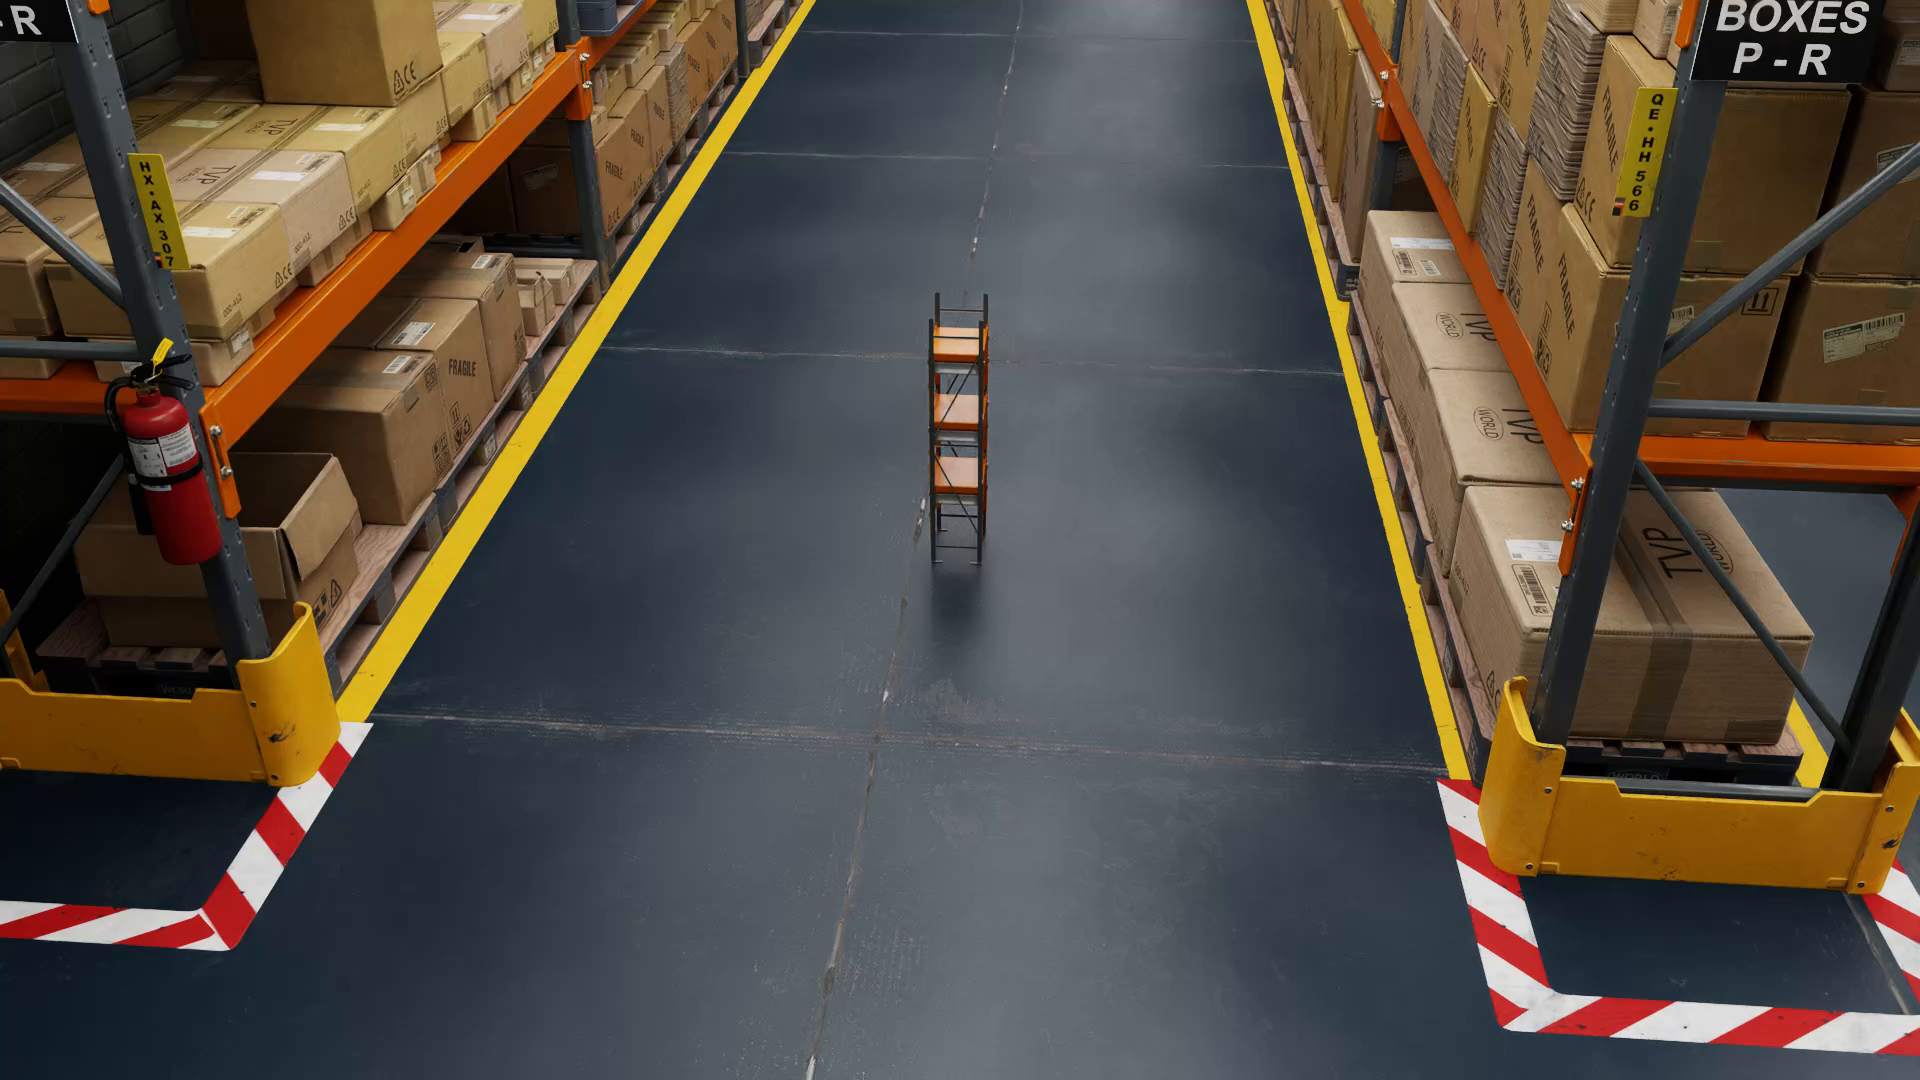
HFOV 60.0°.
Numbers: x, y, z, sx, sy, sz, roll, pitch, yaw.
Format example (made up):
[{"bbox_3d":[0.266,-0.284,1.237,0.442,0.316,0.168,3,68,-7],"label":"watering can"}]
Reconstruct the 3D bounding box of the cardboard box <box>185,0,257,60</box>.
[{"bbox_3d":[-2.773,-2.248,6.683,0.500,0.500,0.500,2,32,3],"label":"cardboard box"}]

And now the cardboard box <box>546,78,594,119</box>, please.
[{"bbox_3d":[-2.153,-2.329,8.751,0.380,0.149,0.250,2,32,3],"label":"cardboard box"}]

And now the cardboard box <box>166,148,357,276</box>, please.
[{"bbox_3d":[-2.366,-1.094,5.525,0.500,0.250,0.500,3,32,5],"label":"cardboard box"}]

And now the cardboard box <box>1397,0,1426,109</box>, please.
[{"bbox_3d":[2.261,-2.232,7.417,0.500,0.500,0.500,3,32,6],"label":"cardboard box"}]

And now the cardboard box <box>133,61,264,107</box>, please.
[{"bbox_3d":[-2.809,-1.658,6.441,0.500,0.250,0.500,2,32,4],"label":"cardboard box"}]

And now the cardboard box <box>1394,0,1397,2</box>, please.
[{"bbox_3d":[2.354,-2.813,8.122,0.500,0.250,0.500,2,32,4],"label":"cardboard box"}]

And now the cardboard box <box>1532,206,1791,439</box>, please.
[{"bbox_3d":[2.010,-0.638,4.830,0.500,0.500,0.500,3,32,4],"label":"cardboard box"}]

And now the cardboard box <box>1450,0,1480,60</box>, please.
[{"bbox_3d":[2.180,-2.121,6.285,0.500,0.500,0.500,3,32,5],"label":"cardboard box"}]

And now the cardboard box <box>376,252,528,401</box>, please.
[{"bbox_3d":[-2.375,-0.960,7.431,0.700,0.500,0.500,1,32,2],"label":"cardboard box"}]

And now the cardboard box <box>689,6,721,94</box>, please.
[{"bbox_3d":[-1.933,-3.348,11.306,0.500,0.500,0.500,2,32,3],"label":"cardboard box"}]

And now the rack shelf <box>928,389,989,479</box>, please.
[{"bbox_3d":[-0.004,-0.410,6.435,0.215,0.259,0.240,2,32,4],"label":"rack shelf"}]

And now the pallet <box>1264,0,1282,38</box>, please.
[{"bbox_3d":[3.053,-4.372,13.644,1.003,0.211,1.213,2,32,4],"label":"pallet"}]

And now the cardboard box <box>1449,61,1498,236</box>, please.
[{"bbox_3d":[2.127,-1.439,6.131,0.500,0.500,0.500,3,32,5],"label":"cardboard box"}]

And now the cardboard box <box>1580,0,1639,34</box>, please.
[{"bbox_3d":[1.998,-1.544,4.730,0.380,0.149,0.250,2,32,4],"label":"cardboard box"}]

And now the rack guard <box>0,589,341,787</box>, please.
[{"bbox_3d":[-2.706,0.483,5.490,1.175,0.500,0.348,2,32,4],"label":"rack guard"}]

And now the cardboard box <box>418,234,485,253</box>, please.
[{"bbox_3d":[-2.676,-1.332,8.215,0.500,0.311,0.500,4,32,6],"label":"cardboard box"}]

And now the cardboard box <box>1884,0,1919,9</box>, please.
[{"bbox_3d":[2.490,-1.390,4.480,0.380,0.149,0.250,3,32,5],"label":"cardboard box"}]

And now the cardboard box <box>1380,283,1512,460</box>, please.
[{"bbox_3d":[2.330,-0.719,7.100,0.875,0.438,0.875,2,32,3],"label":"cardboard box"}]

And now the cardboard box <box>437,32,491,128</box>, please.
[{"bbox_3d":[-2.265,-1.896,6.828,0.500,0.250,0.500,2,32,4],"label":"cardboard box"}]

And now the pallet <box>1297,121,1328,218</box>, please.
[{"bbox_3d":[2.645,-2.282,10.252,1.003,0.211,1.213,2,32,4],"label":"pallet"}]

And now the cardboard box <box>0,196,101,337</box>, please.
[{"bbox_3d":[-2.940,-0.856,5.140,0.500,0.250,0.500,3,32,5],"label":"cardboard box"}]

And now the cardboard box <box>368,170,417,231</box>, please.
[{"bbox_3d":[-2.258,-1.266,6.185,0.380,0.149,0.250,2,32,3],"label":"cardboard box"}]

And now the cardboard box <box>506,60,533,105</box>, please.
[{"bbox_3d":[-2.158,-2.075,7.497,0.380,0.149,0.250,3,32,5],"label":"cardboard box"}]

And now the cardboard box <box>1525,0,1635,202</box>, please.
[{"bbox_3d":[2.050,-1.337,5.011,0.500,0.500,0.500,3,32,4],"label":"cardboard box"}]

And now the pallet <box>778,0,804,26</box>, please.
[{"bbox_3d":[-1.853,-4.603,14.017,1.003,0.211,1.213,2,32,4],"label":"pallet"}]

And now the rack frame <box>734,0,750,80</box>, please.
[{"bbox_3d":[-2.061,-4.725,11.558,1.000,3.000,0.127,2,32,4],"label":"rack frame"}]

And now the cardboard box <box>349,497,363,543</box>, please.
[{"bbox_3d":[-2.495,-0.043,6.278,0.380,0.149,0.250,1,32,2],"label":"cardboard box"}]

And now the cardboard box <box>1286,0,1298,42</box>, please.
[{"bbox_3d":[2.942,-3.870,12.275,0.950,0.372,0.625,0,32,1],"label":"cardboard box"}]

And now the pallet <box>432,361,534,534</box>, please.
[{"bbox_3d":[-2.541,-0.447,7.275,1.003,0.211,1.213,2,32,4],"label":"pallet"}]

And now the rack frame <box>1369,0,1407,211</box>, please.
[{"bbox_3d":[2.561,-2.423,7.823,1.000,3.000,0.127,2,32,4],"label":"rack frame"}]

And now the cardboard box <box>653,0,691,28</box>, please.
[{"bbox_3d":[-1.973,-3.431,10.822,0.380,0.149,0.250,3,32,5],"label":"cardboard box"}]

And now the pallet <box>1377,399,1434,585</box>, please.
[{"bbox_3d":[2.324,-0.202,6.877,1.003,0.211,1.213,2,32,4],"label":"pallet"}]

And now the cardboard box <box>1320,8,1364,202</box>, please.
[{"bbox_3d":[2.597,-2.498,9.569,0.875,0.875,0.875,3,32,5],"label":"cardboard box"}]

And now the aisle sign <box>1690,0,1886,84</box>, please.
[{"bbox_3d":[1.920,-1.414,3.707,0.394,0.787,0.004,2,32,4],"label":"aisle sign"}]

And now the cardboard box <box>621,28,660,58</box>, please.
[{"bbox_3d":[-2.056,-3.028,10.168,0.380,0.149,0.250,3,32,4],"label":"cardboard box"}]

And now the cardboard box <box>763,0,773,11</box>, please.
[{"bbox_3d":[-1.951,-4.560,13.154,0.875,0.625,0.625,3,32,6],"label":"cardboard box"}]

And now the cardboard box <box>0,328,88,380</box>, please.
[{"bbox_3d":[-2.953,-0.619,5.135,0.380,0.149,0.250,2,32,3],"label":"cardboard box"}]

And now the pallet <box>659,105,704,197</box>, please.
[{"bbox_3d":[-2.262,-2.513,10.626,1.003,0.211,1.213,2,32,4],"label":"pallet"}]

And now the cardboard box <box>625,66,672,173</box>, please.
[{"bbox_3d":[-2.045,-2.531,9.980,0.500,0.500,0.500,2,32,3],"label":"cardboard box"}]

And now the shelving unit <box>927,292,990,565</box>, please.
[{"bbox_3d":[-0.004,-0.419,6.429,0.215,1.050,0.252,2,32,4],"label":"shelving unit"}]

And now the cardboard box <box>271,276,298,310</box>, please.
[{"bbox_3d":[-2.451,-0.869,5.540,0.380,0.149,0.250,2,32,3],"label":"cardboard box"}]

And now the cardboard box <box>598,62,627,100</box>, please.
[{"bbox_3d":[-2.129,-2.627,9.518,0.380,0.149,0.250,2,32,3],"label":"cardboard box"}]

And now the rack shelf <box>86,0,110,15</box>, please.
[{"bbox_3d":[-2.550,-2.558,5.869,1.077,0.370,4.000,2,32,4],"label":"rack shelf"}]

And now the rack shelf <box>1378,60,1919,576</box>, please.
[{"bbox_3d":[2.398,-1.071,6.315,1.077,0.370,4.000,2,32,4],"label":"rack shelf"}]

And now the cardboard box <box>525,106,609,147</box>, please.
[{"bbox_3d":[-2.093,-2.200,8.825,0.380,0.149,0.250,4,32,6],"label":"cardboard box"}]

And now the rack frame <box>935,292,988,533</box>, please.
[{"bbox_3d":[0.006,-0.483,6.533,0.200,1.050,0.008,2,32,4],"label":"rack frame"}]

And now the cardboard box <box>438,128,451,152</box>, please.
[{"bbox_3d":[-2.331,-1.674,6.846,0.380,0.149,0.250,3,32,5],"label":"cardboard box"}]
